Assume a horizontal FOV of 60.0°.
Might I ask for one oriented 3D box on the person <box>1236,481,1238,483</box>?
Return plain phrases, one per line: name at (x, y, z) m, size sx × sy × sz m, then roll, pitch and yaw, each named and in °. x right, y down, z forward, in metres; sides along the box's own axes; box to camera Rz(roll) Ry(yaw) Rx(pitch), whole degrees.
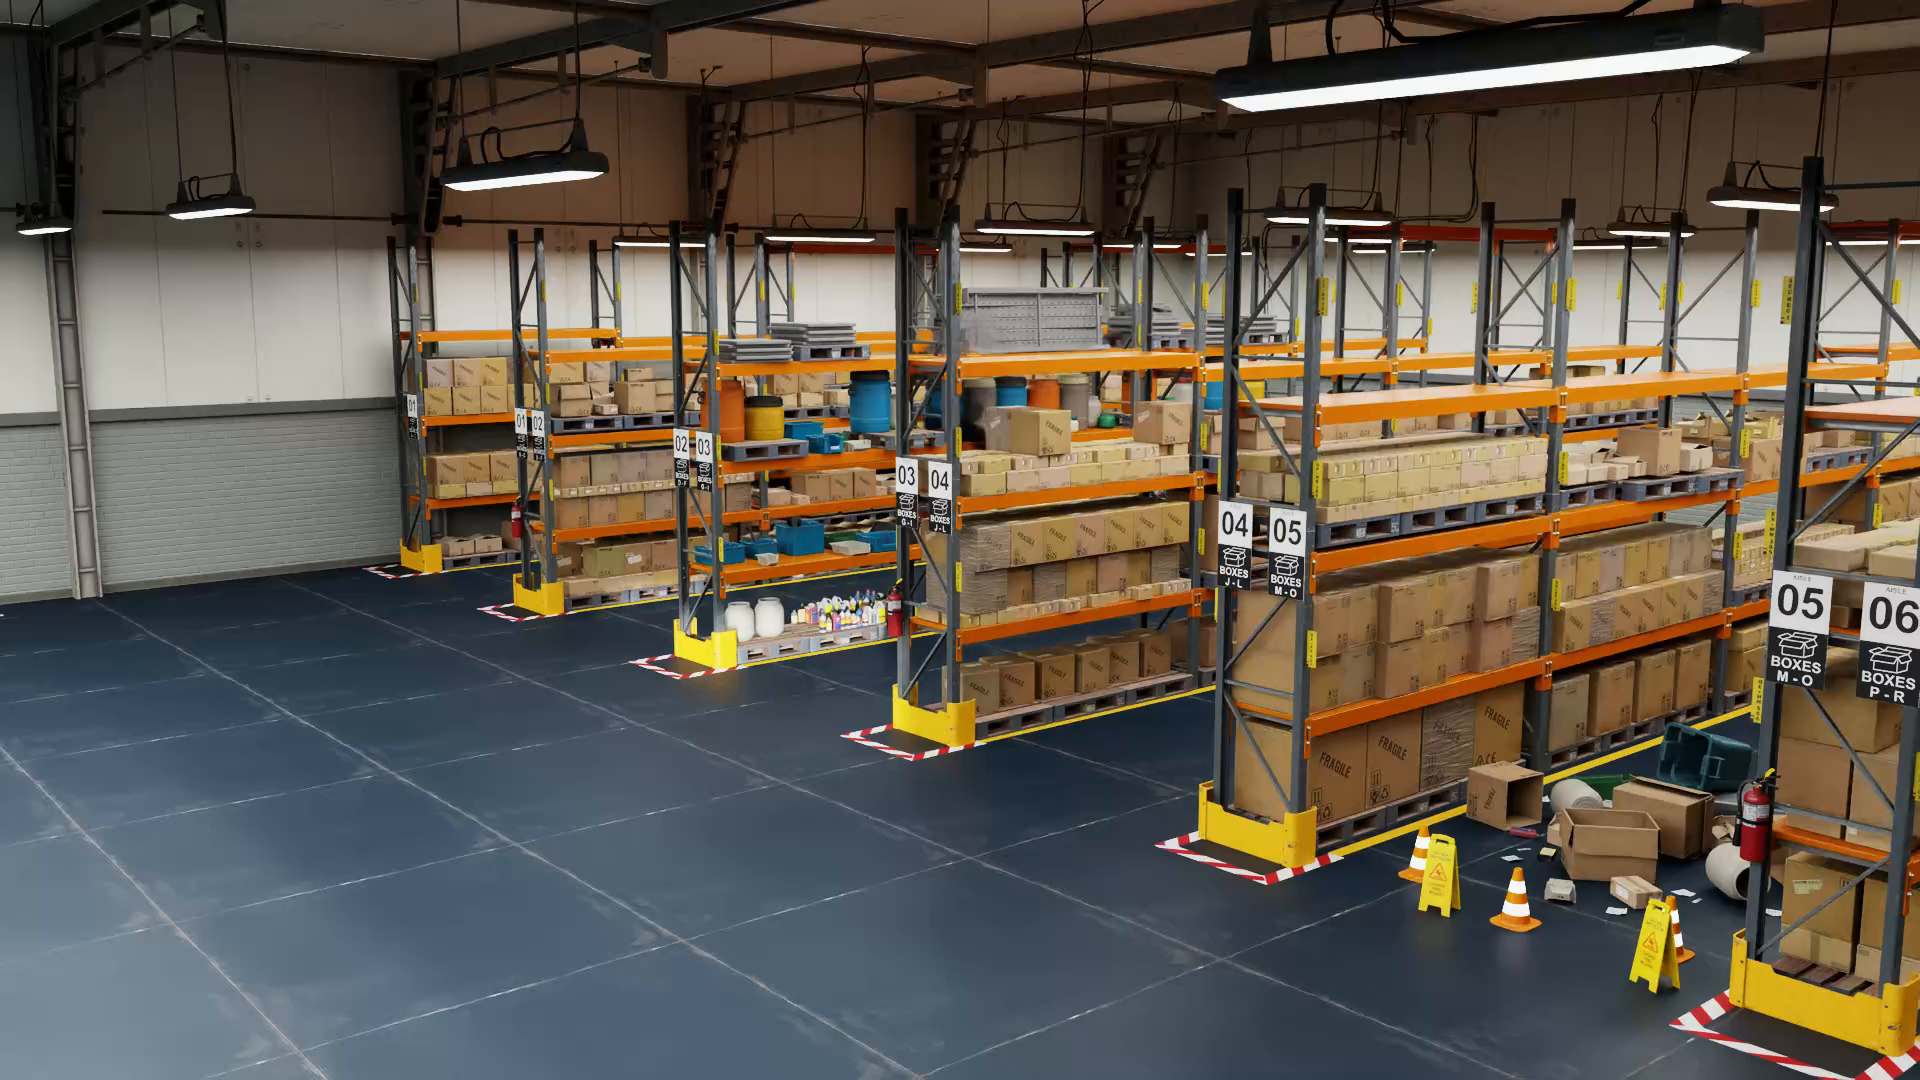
person at (5.595, -0.941, 34.249) m, size 0.688 × 1.738 × 0.517 m, roll 5°, pitch 10°, yaw 30°
